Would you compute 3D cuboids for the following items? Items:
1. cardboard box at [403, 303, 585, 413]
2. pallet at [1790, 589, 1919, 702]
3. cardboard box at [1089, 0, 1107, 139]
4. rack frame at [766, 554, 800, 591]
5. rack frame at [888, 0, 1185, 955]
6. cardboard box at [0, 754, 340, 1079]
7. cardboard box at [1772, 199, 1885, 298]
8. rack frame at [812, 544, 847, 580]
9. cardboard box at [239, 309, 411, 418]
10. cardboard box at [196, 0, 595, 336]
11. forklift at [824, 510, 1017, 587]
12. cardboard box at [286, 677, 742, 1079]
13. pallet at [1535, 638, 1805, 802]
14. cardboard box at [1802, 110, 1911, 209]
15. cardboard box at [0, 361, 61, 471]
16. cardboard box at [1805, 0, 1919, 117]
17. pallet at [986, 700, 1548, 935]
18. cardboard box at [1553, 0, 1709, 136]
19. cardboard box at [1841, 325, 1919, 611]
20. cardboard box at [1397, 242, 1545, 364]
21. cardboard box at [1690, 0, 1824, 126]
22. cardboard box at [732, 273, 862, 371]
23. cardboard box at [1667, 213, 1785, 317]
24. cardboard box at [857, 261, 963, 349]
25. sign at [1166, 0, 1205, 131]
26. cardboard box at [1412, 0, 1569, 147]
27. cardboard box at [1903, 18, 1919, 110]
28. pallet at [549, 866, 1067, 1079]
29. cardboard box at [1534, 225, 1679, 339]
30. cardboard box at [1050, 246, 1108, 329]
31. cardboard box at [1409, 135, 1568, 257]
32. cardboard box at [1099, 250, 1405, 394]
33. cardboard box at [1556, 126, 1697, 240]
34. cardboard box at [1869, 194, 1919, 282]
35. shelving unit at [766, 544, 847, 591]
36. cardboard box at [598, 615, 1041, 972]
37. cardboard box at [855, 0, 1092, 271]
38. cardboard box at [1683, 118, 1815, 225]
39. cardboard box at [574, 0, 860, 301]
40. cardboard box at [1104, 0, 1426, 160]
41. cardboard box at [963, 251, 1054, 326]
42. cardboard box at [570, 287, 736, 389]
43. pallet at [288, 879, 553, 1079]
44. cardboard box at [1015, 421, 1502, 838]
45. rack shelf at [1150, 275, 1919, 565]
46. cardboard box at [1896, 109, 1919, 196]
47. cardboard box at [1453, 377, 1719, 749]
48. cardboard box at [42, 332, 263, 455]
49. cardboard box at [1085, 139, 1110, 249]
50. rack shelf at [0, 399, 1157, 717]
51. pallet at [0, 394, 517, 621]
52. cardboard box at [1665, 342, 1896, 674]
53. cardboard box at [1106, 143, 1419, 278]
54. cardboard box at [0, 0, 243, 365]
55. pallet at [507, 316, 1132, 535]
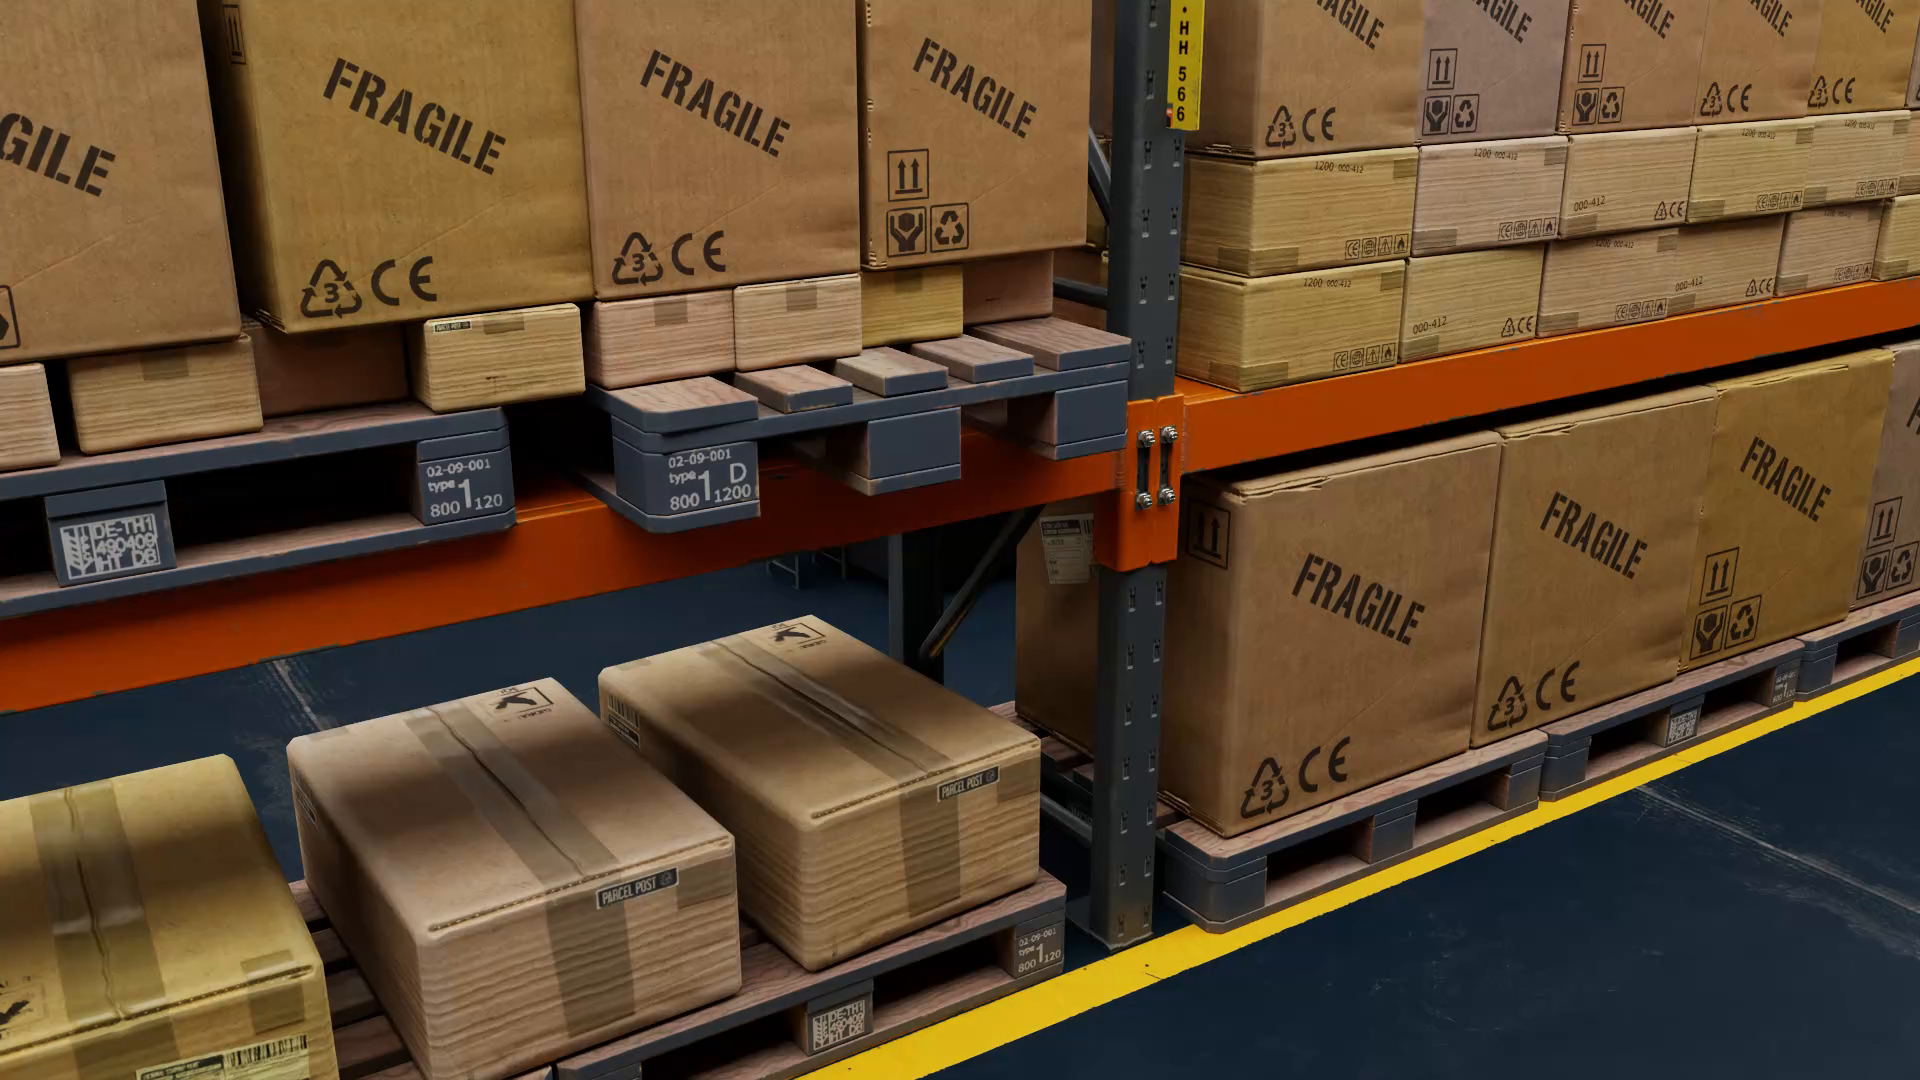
[{"bbox_3d":[-0.821,-0.339,2.802,0.250,0.149,0.380,-11,22,-30],"label":"cardboard box"},{"bbox_3d":[2.868,0.175,5.898,1.213,0.211,1.003,-12,22,-31],"label":"pallet"},{"bbox_3d":[0.418,-1.280,4.129,0.500,0.500,0.500,-13,22,-33],"label":"cardboard box"},{"bbox_3d":[-0.667,-0.269,6.134,0.006,0.900,0.240,-13,23,-34],"label":"rack frame"},{"bbox_3d":[0.130,-0.598,3.829,0.127,3.000,1.000,-12,22,-31],"label":"rack frame"},{"bbox_3d":[-1.595,0.809,3.114,0.625,0.372,0.950,-11,22,-30],"label":"cardboard box"},{"bbox_3d":[2.377,-0.911,4.991,0.500,0.250,0.500,-13,22,-33],"label":"cardboard box"},{"bbox_3d":[-0.503,-0.307,6.248,0.006,0.900,0.240,-13,23,-34],"label":"rack frame"},{"bbox_3d":[-1.100,-0.329,2.770,0.250,0.149,0.380,-12,22,-31],"label":"cardboard box"},{"bbox_3d":[-0.943,-0.647,2.699,0.500,0.500,0.500,-14,23,-35],"label":"cardboard box"},{"bbox_3d":[0.695,-1.571,6.816,3.031,2.935,1.130,-13,23,-34],"label":"forklift"},{"bbox_3d":[-0.959,0.677,3.505,0.625,0.372,0.950,-12,22,-32],"label":"cardboard box"},{"bbox_3d":[1.848,0.391,5.258,1.213,0.211,1.003,-12,22,-31],"label":"pallet"},{"bbox_3d":[2.394,-1.142,4.894,0.500,0.250,0.500,-11,22,-30],"label":"cardboard box"},{"bbox_3d":[-1.471,-0.208,2.413,0.250,0.149,0.380,-11,22,-29],"label":"cardboard box"},{"bbox_3d":[2.374,-1.500,4.781,0.500,0.500,0.500,-11,22,-30],"label":"cardboard box"},{"bbox_3d":[0.830,0.605,4.626,1.213,0.211,1.003,-12,22,-31],"label":"pallet"},{"bbox_3d":[1.526,-1.317,4.239,0.500,0.500,0.500,-11,22,-30],"label":"cardboard box"},{"bbox_3d":[2.997,-0.364,5.799,0.875,0.875,0.875,-11,22,-30],"label":"cardboard box"},{"bbox_3d":[1.097,-0.641,4.190,0.500,0.250,0.500,-13,22,-33],"label":"cardboard box"},{"bbox_3d":[1.950,-1.405,4.500,0.500,0.500,0.500,-12,22,-31],"label":"cardboard box"},{"bbox_3d":[-0.384,-0.434,3.081,0.250,0.149,0.380,-12,22,-32],"label":"cardboard box"},{"bbox_3d":[1.948,-0.819,4.719,0.500,0.250,0.500,-12,22,-31],"label":"cardboard box"},{"bbox_3d":[-0.198,-0.490,3.248,0.250,0.149,0.380,-12,22,-31],"label":"cardboard box"},{"bbox_3d":[0.437,-0.965,3.231,0.005,0.325,0.100,-12,22,-31],"label":"sign"},{"bbox_3d":[1.086,-1.230,3.982,0.500,0.500,0.500,-12,22,-31],"label":"cardboard box"},{"bbox_3d":[2.808,-1.584,5.030,0.500,0.500,0.500,-11,22,-30],"label":"cardboard box"},{"bbox_3d":[-0.523,0.861,3.869,1.213,0.211,1.003,-12,22,-31],"label":"pallet"},{"bbox_3d":[1.538,-0.731,4.459,0.500,0.250,0.500,-11,22,-30],"label":"cardboard box"},{"bbox_3d":[0.410,-0.685,4.322,0.500,0.250,0.500,-13,23,-33],"label":"cardboard box"},{"bbox_3d":[1.122,-0.877,4.110,0.500,0.250,0.500,-11,22,-30],"label":"cardboard box"},{"bbox_3d":[0.678,-0.545,3.909,0.500,0.250,0.500,-12,22,-32],"label":"cardboard box"},{"bbox_3d":[1.545,-0.962,4.359,0.500,0.250,0.500,-12,22,-32],"label":"cardboard box"},{"bbox_3d":[2.809,-0.995,5.239,0.500,0.250,0.500,-12,22,-32],"label":"cardboard box"},{"bbox_3d":[-0.585,-0.288,6.191,0.210,0.900,0.258,-13,23,-34],"label":"shelving unit"},{"bbox_3d":[-0.347,0.545,3.896,0.625,0.372,0.950,-14,23,-35],"label":"cardboard box"},{"bbox_3d":[-0.096,-0.830,3.241,0.500,0.500,0.500,-13,22,-33],"label":"cardboard box"},{"bbox_3d":[1.976,-1.048,4.613,0.500,0.250,0.500,-11,22,-30],"label":"cardboard box"},{"bbox_3d":[-0.522,-0.736,2.963,0.500,0.500,0.500,-12,22,-32],"label":"cardboard box"},{"bbox_3d":[0.677,-1.140,3.716,0.500,0.500,0.500,-13,22,-33],"label":"cardboard box"},{"bbox_3d":[-0.014,-0.557,3.445,0.250,0.149,0.380,-11,22,-29],"label":"cardboard box"},{"bbox_3d":[-0.598,-0.392,2.956,0.250,0.149,0.380,-13,23,-34],"label":"cardboard box"},{"bbox_3d":[-1.541,1.074,3.237,1.213,0.211,1.003,-12,22,-31],"label":"pallet"},{"bbox_3d":[0.753,0.111,4.396,0.875,0.875,0.875,-12,22,-32],"label":"cardboard box"},{"bbox_3d":[1.801,-0.609,4.986,4.000,0.370,1.077,-12,22,-31],"label":"rack shelf"},{"bbox_3d":[2.823,-1.235,5.168,0.500,0.250,0.500,-11,22,-30],"label":"cardboard box"},{"bbox_3d":[1.500,-0.045,4.857,0.875,0.875,0.875,-12,22,-31],"label":"cardboard box"},{"bbox_3d":[-1.264,-0.263,2.575,0.250,0.149,0.380,-13,22,-33],"label":"cardboard box"},{"bbox_3d":[0.395,-0.917,4.226,0.500,0.250,0.500,-12,22,-32],"label":"cardboard box"},{"bbox_3d":[-1.540,0.096,2.902,4.000,0.370,1.077,-12,22,-31],"label":"rack shelf"},{"bbox_3d":[-1.500,-0.147,2.796,1.213,0.211,1.003,-12,22,-31],"label":"pallet"},{"bbox_3d":[2.247,-0.203,5.323,0.875,0.875,0.875,-11,22,-30],"label":"cardboard box"},{"bbox_3d":[0.689,-0.786,3.841,0.500,0.250,0.500,-12,22,-32],"label":"cardboard box"},{"bbox_3d":[-1.399,-0.551,2.415,0.500,0.500,0.500,-13,23,-34],"label":"cardboard box"},{"bbox_3d":[-0.406,-0.353,3.404,1.003,0.211,1.213,-12,22,-31],"label":"pallet"}]
